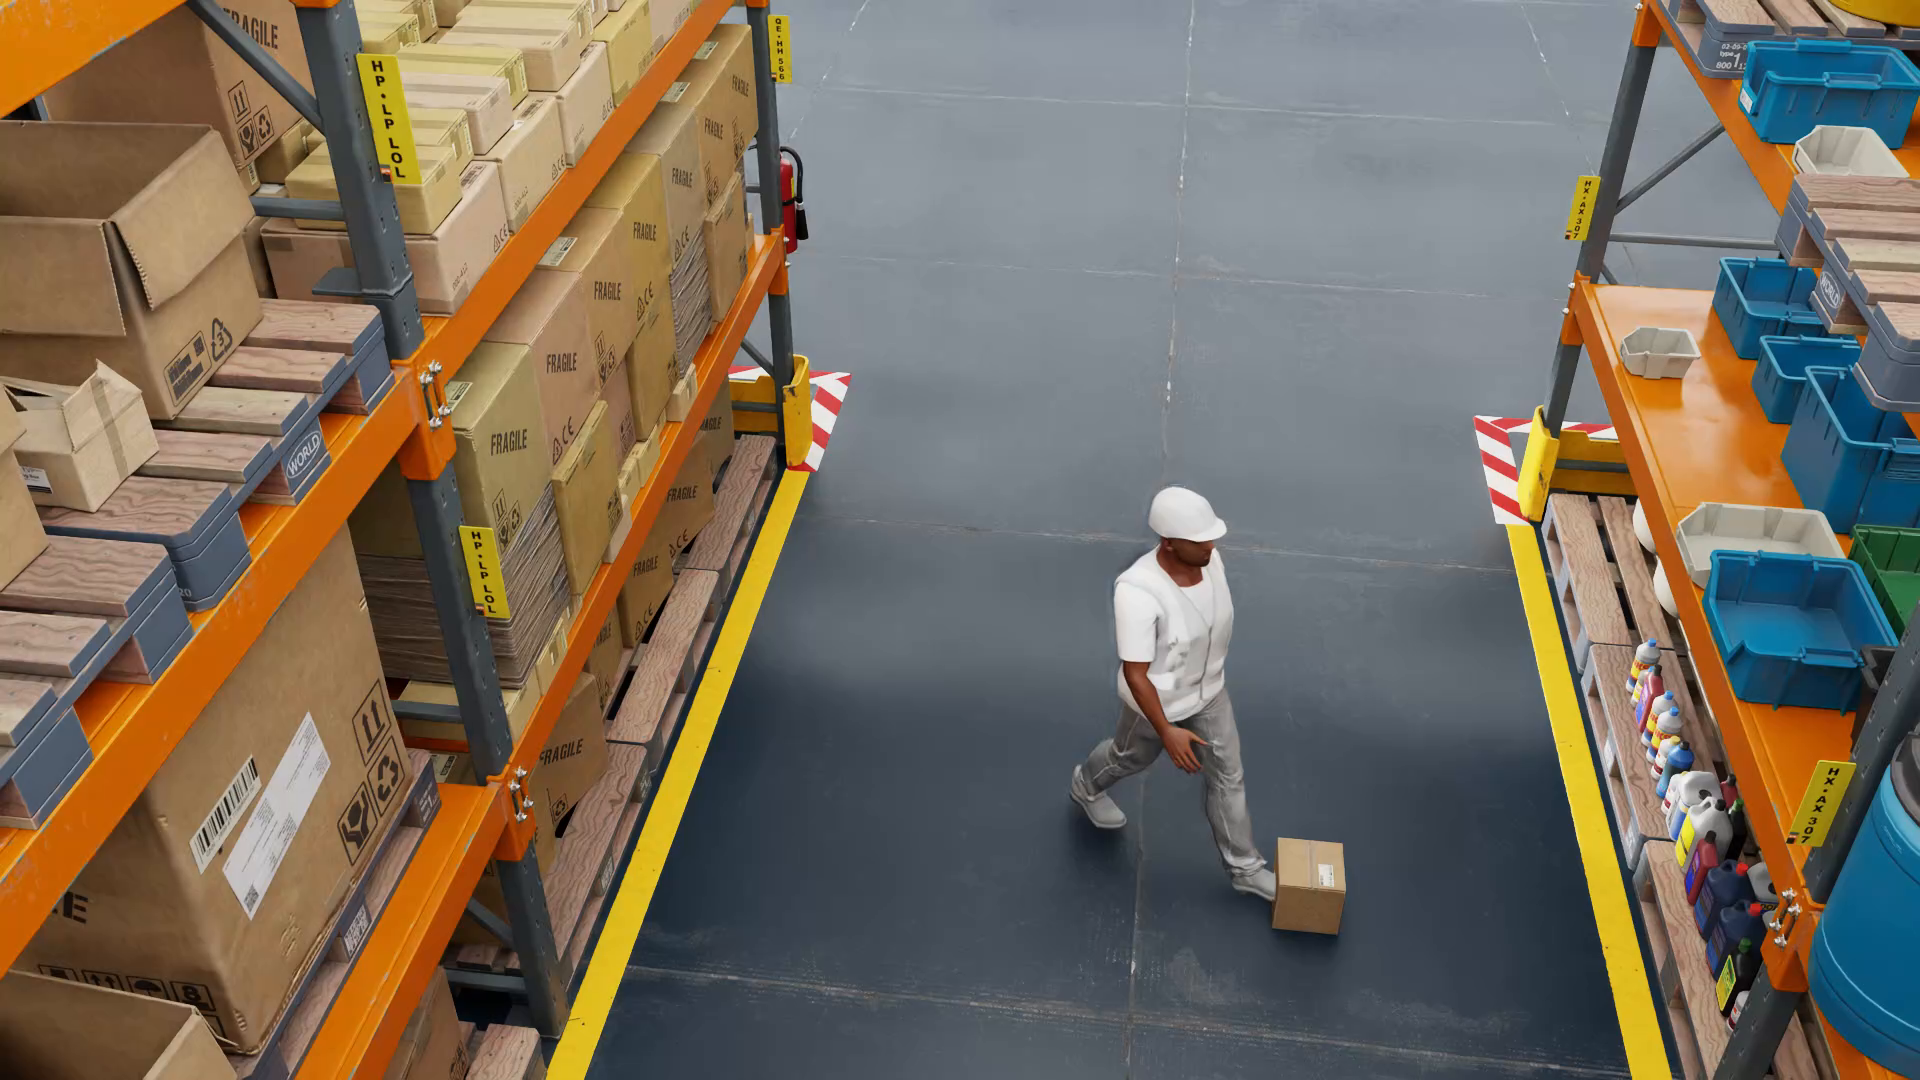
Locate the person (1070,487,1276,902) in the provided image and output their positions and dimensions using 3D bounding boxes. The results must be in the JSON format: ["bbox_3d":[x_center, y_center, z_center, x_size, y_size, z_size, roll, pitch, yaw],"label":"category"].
[{"bbox_3d":[0.856,0.595,6.208,0.578,1.707,1.054,-25,43,-30],"label":"person"}]
